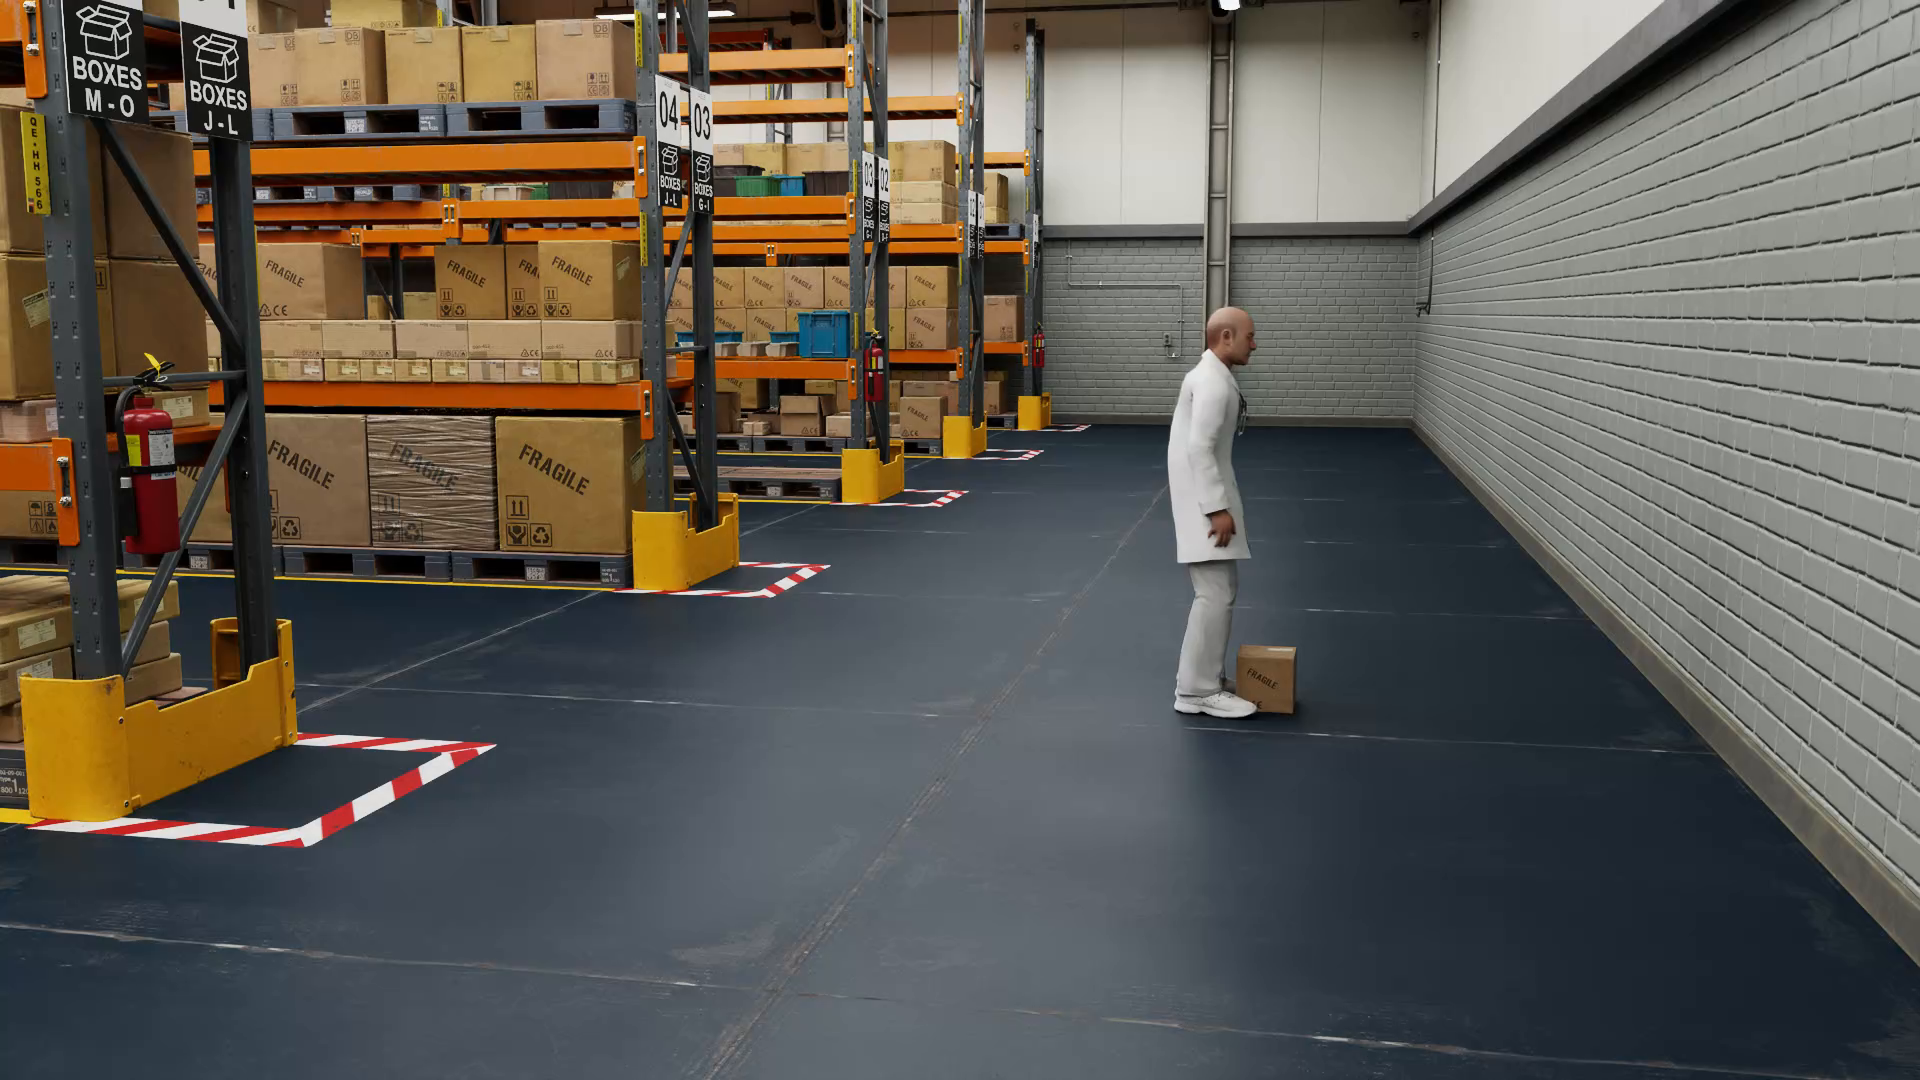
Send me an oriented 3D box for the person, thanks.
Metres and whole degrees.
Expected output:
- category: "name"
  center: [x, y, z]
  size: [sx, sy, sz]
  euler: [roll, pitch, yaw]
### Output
- category: "person"
  center: [1.131, -0.140, 7.381]
  size: [0.421, 1.774, 0.642]
  euler: [2, 8, 11]
